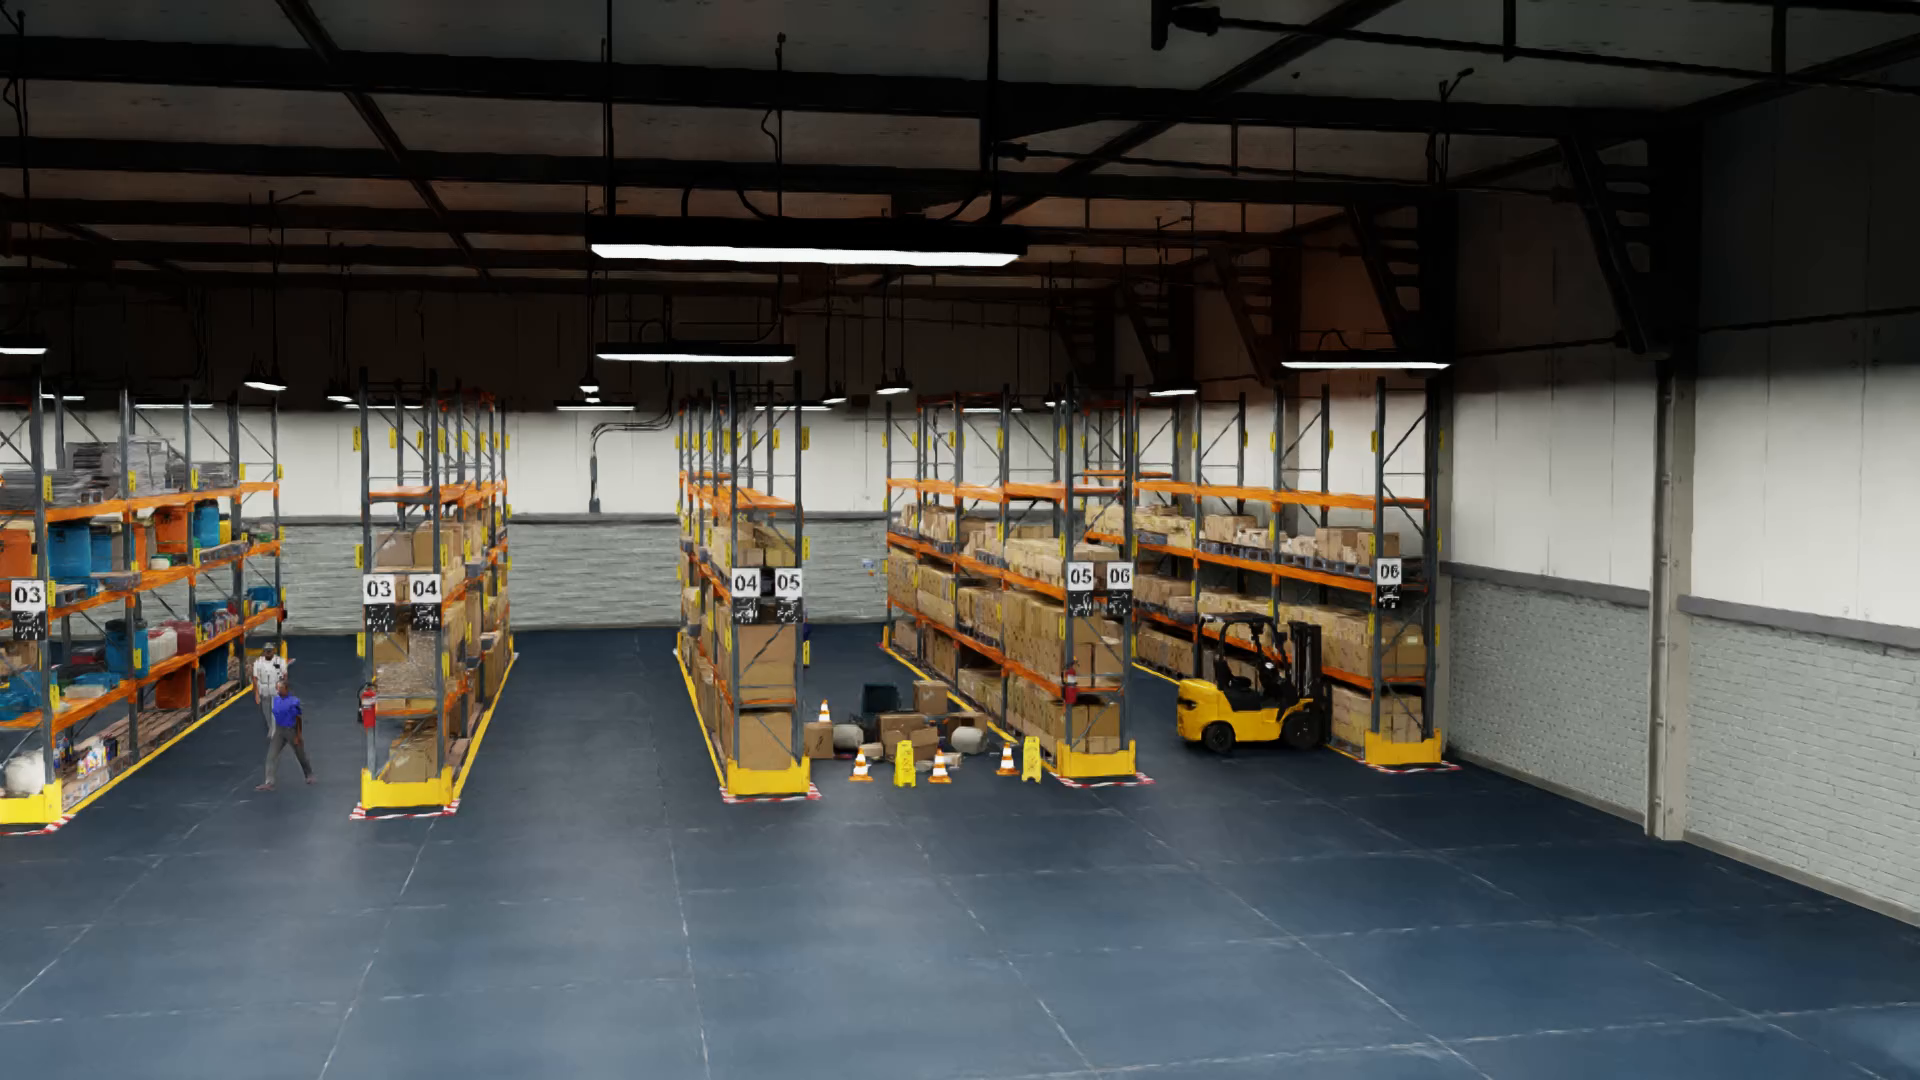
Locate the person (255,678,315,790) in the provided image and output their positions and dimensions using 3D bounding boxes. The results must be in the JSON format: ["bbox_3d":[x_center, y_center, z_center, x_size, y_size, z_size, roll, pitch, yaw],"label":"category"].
[{"bbox_3d":[-9.698,2.776,23.947,0.492,1.594,0.934,1,3,12],"label":"person"}]

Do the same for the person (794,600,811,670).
[{"bbox_3d":[-3.524,1.999,36.475,0.556,1.644,0.598,1,4,18],"label":"person"}]

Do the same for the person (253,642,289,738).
[{"bbox_3d":[-11.446,2.506,27.584,0.542,1.675,1.126,-1,3,-9],"label":"person"}]
